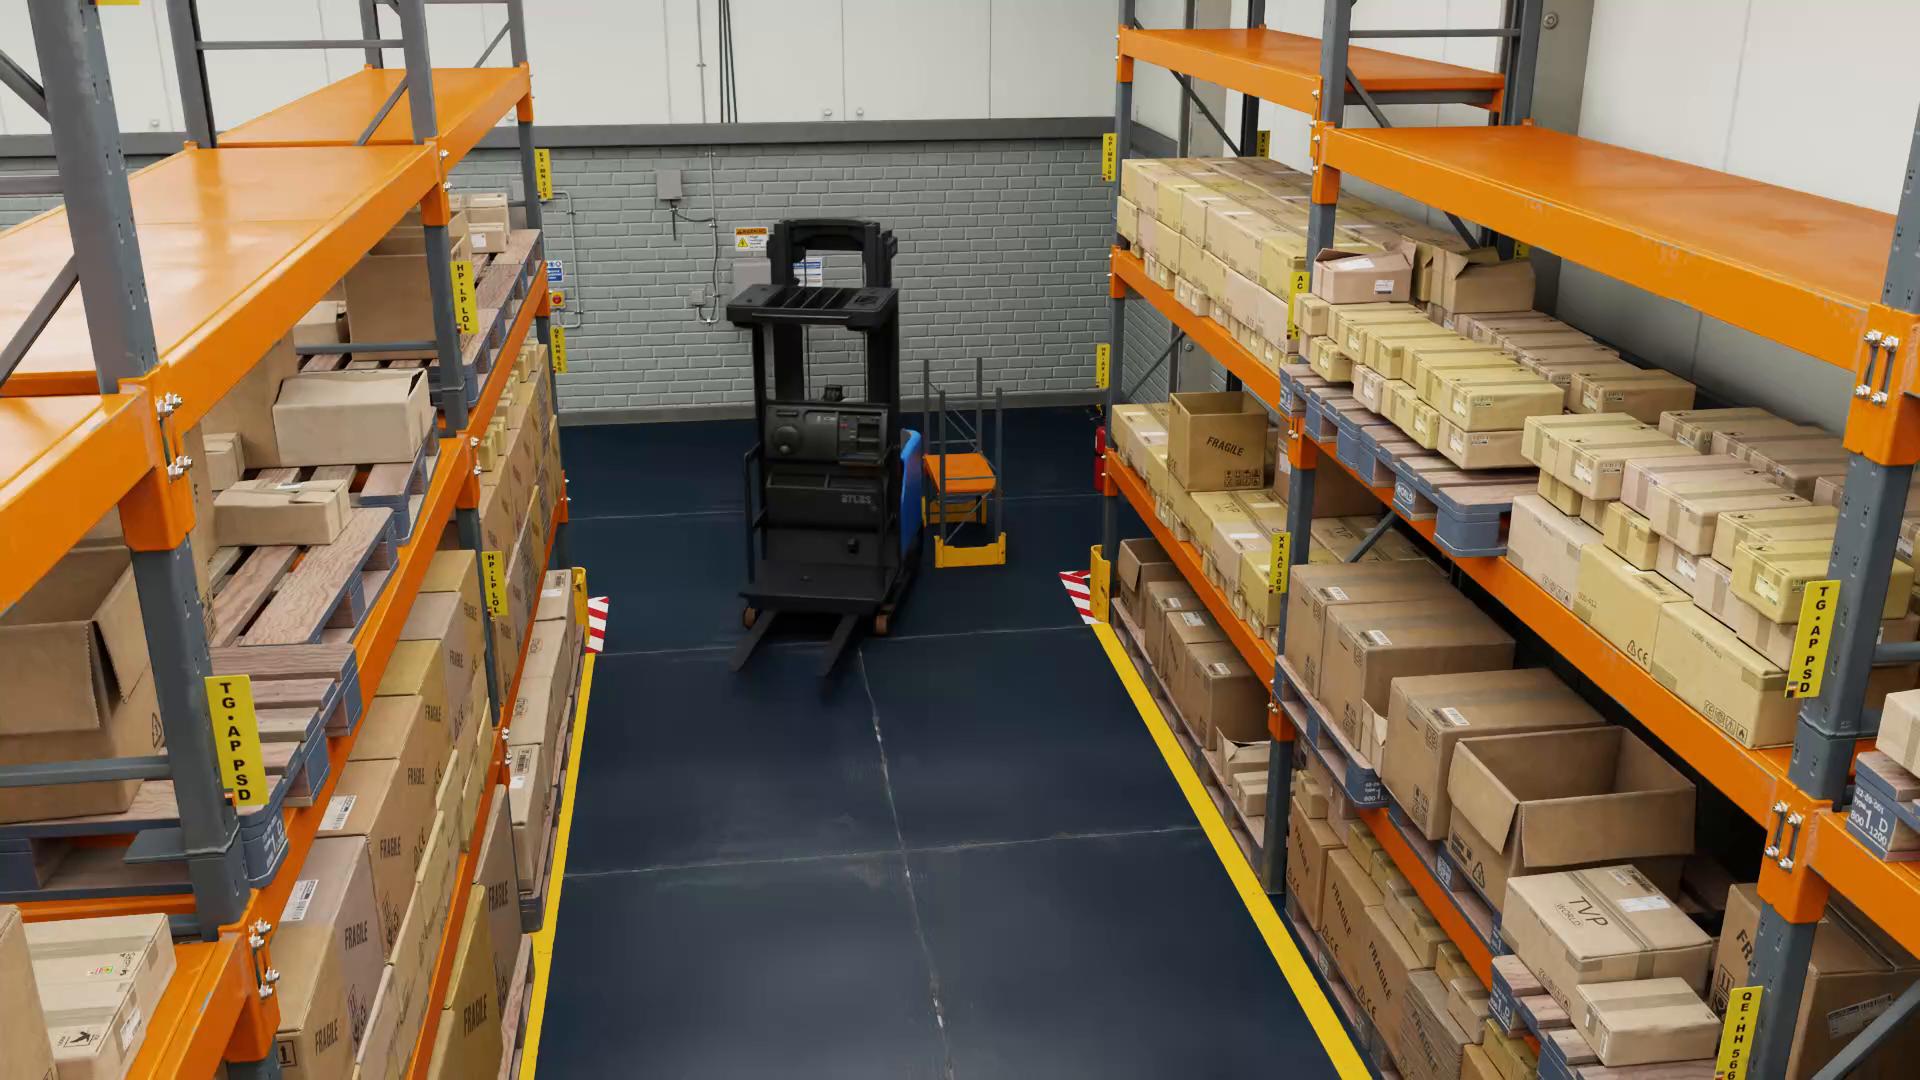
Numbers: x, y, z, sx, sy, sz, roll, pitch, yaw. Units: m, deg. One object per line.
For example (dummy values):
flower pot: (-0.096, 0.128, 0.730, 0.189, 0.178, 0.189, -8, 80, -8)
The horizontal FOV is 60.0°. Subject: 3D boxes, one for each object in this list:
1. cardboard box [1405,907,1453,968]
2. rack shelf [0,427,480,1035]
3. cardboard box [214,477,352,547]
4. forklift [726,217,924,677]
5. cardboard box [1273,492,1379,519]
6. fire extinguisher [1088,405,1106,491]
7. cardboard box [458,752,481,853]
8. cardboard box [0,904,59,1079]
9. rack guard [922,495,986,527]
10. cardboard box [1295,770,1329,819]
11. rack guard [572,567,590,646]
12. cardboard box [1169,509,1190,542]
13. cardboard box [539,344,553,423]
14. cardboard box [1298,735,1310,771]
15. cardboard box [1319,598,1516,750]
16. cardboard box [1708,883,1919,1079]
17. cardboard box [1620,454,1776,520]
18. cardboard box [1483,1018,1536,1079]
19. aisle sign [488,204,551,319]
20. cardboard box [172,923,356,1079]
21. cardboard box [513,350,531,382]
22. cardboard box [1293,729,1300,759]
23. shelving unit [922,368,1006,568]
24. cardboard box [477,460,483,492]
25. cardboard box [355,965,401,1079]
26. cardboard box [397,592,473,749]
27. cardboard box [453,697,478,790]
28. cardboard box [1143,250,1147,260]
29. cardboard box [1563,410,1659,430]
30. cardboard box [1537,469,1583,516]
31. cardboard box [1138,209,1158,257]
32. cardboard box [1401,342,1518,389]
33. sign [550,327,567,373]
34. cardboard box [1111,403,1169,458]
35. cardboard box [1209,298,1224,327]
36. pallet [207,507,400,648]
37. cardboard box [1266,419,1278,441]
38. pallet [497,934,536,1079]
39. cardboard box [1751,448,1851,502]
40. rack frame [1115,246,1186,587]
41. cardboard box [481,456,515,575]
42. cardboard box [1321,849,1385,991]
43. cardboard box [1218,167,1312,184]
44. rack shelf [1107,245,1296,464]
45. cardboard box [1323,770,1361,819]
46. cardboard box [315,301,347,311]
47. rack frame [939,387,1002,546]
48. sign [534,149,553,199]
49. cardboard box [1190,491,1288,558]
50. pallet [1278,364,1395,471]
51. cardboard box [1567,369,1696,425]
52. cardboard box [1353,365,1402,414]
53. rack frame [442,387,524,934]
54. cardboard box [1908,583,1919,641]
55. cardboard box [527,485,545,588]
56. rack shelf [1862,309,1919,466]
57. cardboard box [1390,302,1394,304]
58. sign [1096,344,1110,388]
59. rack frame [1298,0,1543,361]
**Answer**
cardboard box: (2.201, 1.750, 7.362, 0.380, 0.149, 0.250, -2, 21, -6)
rack shelf: (-2.461, 0.369, 5.755, 1.077, 0.370, 4.000, -3, 21, -8)
cardboard box: (-2.328, -0.100, 5.718, 0.380, 0.166, 0.250, -1, 21, -3)
forklift: (-1.026, -0.788, 12.210, 1.130, 2.935, 3.031, 3, 21, 8)
cardboard box: (2.206, -0.113, 10.094, 0.500, 0.250, 0.500, -2, 21, -7)
fire extinguisher: (1.107, -0.708, 12.543, 0.296, 0.674, 0.183, -3, 21, -8)
cardboard box: (-2.363, 1.134, 7.180, 0.500, 0.250, 0.500, -3, 21, -9)
cardboard box: (-2.046, 1.007, 2.878, 0.700, 0.500, 0.500, -3, 21, -8)
rack guard: (-0.061, -0.263, 14.638, 0.587, 0.250, 0.087, -3, 21, -8)
cardboard box: (1.950, 1.301, 8.564, 0.380, 0.149, 0.250, -2, 21, -5)
rack guard: (-3.329, 0.523, 12.176, 1.175, 0.500, 0.348, -3, 21, -8)
cardboard box: (1.556, -0.107, 10.650, 0.380, 0.149, 0.250, -2, 21, -7)
cardboard box: (-3.021, -1.000, 11.109, 0.500, 0.500, 0.500, -2, 21, -6)
cardboard box: (2.301, 1.316, 9.723, 0.500, 0.311, 0.500, -2, 21, -6)
cardboard box: (2.085, 0.608, 7.632, 0.700, 0.500, 0.500, -3, 21, -7)
cardboard box: (2.819, 1.449, 5.381, 0.500, 0.500, 0.500, -2, 21, -5)
cardboard box: (2.380, -0.163, 5.372, 0.380, 0.149, 0.250, -3, 21, -9)
cardboard box: (2.323, 2.024, 6.629, 0.380, 0.149, 0.250, -3, 21, -9)
aisle sign: (-3.029, -1.898, 11.370, 0.394, 0.787, 0.004, -3, 21, -8)
cardboard box: (-2.002, 1.432, 4.598, 0.500, 0.500, 0.500, -4, 21, -10)
cardboard box: (-2.899, -1.084, 10.406, 0.380, 0.149, 0.250, -2, 21, -7)
cardboard box: (2.238, 1.241, 10.154, 0.380, 0.149, 0.250, -3, 21, -8)
shelving unit: (0.011, -0.676, 13.957, 0.587, 1.500, 1.083, -3, 21, -8)
cardboard box: (-2.591, -0.284, 8.265, 0.380, 0.149, 0.250, -3, 21, -7)
cardboard box: (-2.075, 1.599, 5.221, 0.500, 0.250, 0.500, -2, 21, -6)
cardboard box: (-2.354, 0.551, 6.957, 0.500, 0.500, 0.500, -3, 21, -7)
cardboard box: (-2.366, 0.894, 7.109, 0.500, 0.250, 0.500, -2, 21, -6)
cardboard box: (1.465, -1.967, 11.343, 0.380, 0.149, 0.250, -3, 21, -7)
cardboard box: (2.550, -0.404, 6.413, 0.380, 0.149, 0.250, -3, 21, -7)
cardboard box: (2.290, -0.201, 5.898, 0.380, 0.149, 0.250, -2, 21, -6)
cardboard box: (1.473, -2.023, 10.923, 0.500, 0.250, 0.500, -3, 21, -7)
cardboard box: (2.033, -0.699, 6.779, 0.380, 0.149, 0.250, -3, 21, -7)
sign: (-2.787, -1.316, 11.533, 0.100, 0.325, 0.005, -3, 21, -8)
cardboard box: (1.384, -0.790, 11.907, 0.500, 0.250, 0.500, -3, 21, -7)
cardboard box: (1.673, -1.348, 9.685, 0.380, 0.149, 0.250, -3, 21, -7)
pallet: (-2.482, 0.206, 5.434, 1.003, 0.211, 1.213, -2, 21, -5)
cardboard box: (1.987, -0.636, 11.495, 0.500, 0.250, 0.500, -3, 21, -8)
pallet: (-2.563, 2.315, 7.791, 1.003, 0.211, 1.213, -3, 21, -8)
cardboard box: (2.828, -0.189, 5.442, 0.380, 0.149, 0.250, -2, 21, -6)
rack frame: (1.582, -0.891, 12.390, 0.949, 2.616, 0.053, -3, 21, -8)
cardboard box: (-2.645, -0.122, 8.759, 0.500, 0.500, 0.500, -3, 21, -8)
cardboard box: (2.096, 1.830, 8.075, 0.500, 0.500, 0.500, -3, 21, -8)
cardboard box: (2.000, -2.280, 10.895, 0.500, 0.250, 0.500, -4, 21, -9)
rack shelf: (1.874, -1.267, 10.137, 1.077, 0.370, 4.000, -3, 21, -8)
cardboard box: (2.035, 1.250, 8.277, 0.380, 0.149, 0.250, -4, 21, -10)
cardboard box: (-3.196, -1.082, 8.230, 0.380, 0.149, 0.250, -2, 21, -6)
rack frame: (0.086, -0.497, 13.478, 0.500, 1.500, 0.032, -3, 21, -8)
sign: (-2.787, -2.445, 11.111, 0.100, 0.325, 0.005, -3, 21, -8)
cardboard box: (1.702, -0.086, 10.022, 0.500, 0.250, 0.500, -3, 21, -8)
pallet: (2.187, -0.594, 7.576, 1.213, 0.211, 1.003, -3, 21, -8)
cardboard box: (2.569, -0.547, 6.371, 0.380, 0.149, 0.250, -2, 21, -6)
cardboard box: (1.900, -0.648, 7.067, 0.380, 0.149, 0.250, -3, 21, -7)
rack frame: (-2.749, 0.745, 8.008, 1.000, 3.000, 0.127, -3, 21, -8)
cardboard box: (2.922, 0.218, 4.777, 0.380, 0.149, 0.250, -3, 21, -7)
cardboard box: (-2.766, -0.003, 9.868, 0.500, 0.500, 0.500, -2, 21, -6)
rack shelf: (3.027, 0.285, 2.266, 1.077, 0.370, 4.000, -3, 21, -8)
cardboard box: (2.371, -1.170, 8.639, 0.500, 0.250, 0.500, -3, 21, -9)
sign: (1.049, -1.270, 12.165, 0.100, 0.325, 0.005, -3, 21, -8)
rack frame: (2.162, -2.317, 7.632, 1.000, 3.000, 0.127, -3, 21, -8)
